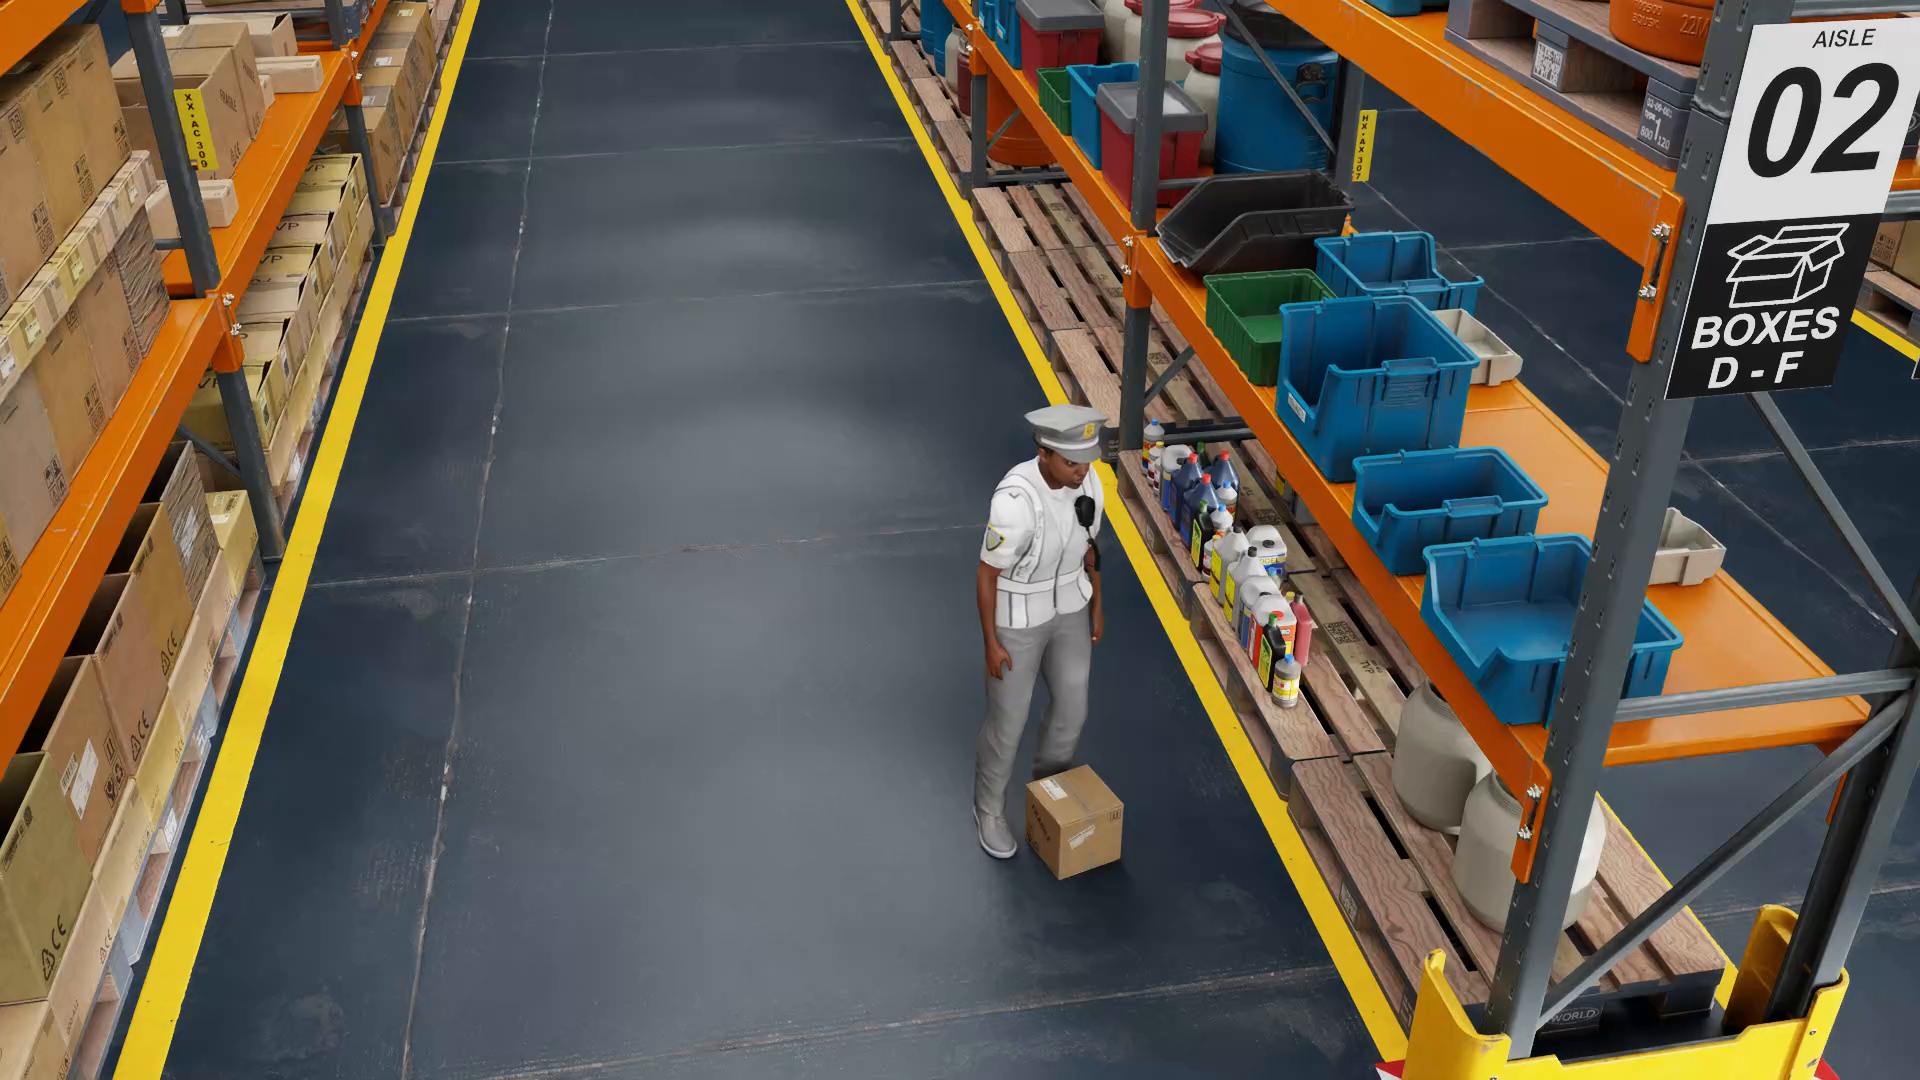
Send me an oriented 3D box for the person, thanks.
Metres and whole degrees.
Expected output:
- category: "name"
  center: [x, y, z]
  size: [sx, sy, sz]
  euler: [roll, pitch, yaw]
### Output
- category: "person"
  center: [0.269, 0.284, 5.655]
  size: [0.533, 1.662, 0.396]
  euler: [-18, 35, -27]
